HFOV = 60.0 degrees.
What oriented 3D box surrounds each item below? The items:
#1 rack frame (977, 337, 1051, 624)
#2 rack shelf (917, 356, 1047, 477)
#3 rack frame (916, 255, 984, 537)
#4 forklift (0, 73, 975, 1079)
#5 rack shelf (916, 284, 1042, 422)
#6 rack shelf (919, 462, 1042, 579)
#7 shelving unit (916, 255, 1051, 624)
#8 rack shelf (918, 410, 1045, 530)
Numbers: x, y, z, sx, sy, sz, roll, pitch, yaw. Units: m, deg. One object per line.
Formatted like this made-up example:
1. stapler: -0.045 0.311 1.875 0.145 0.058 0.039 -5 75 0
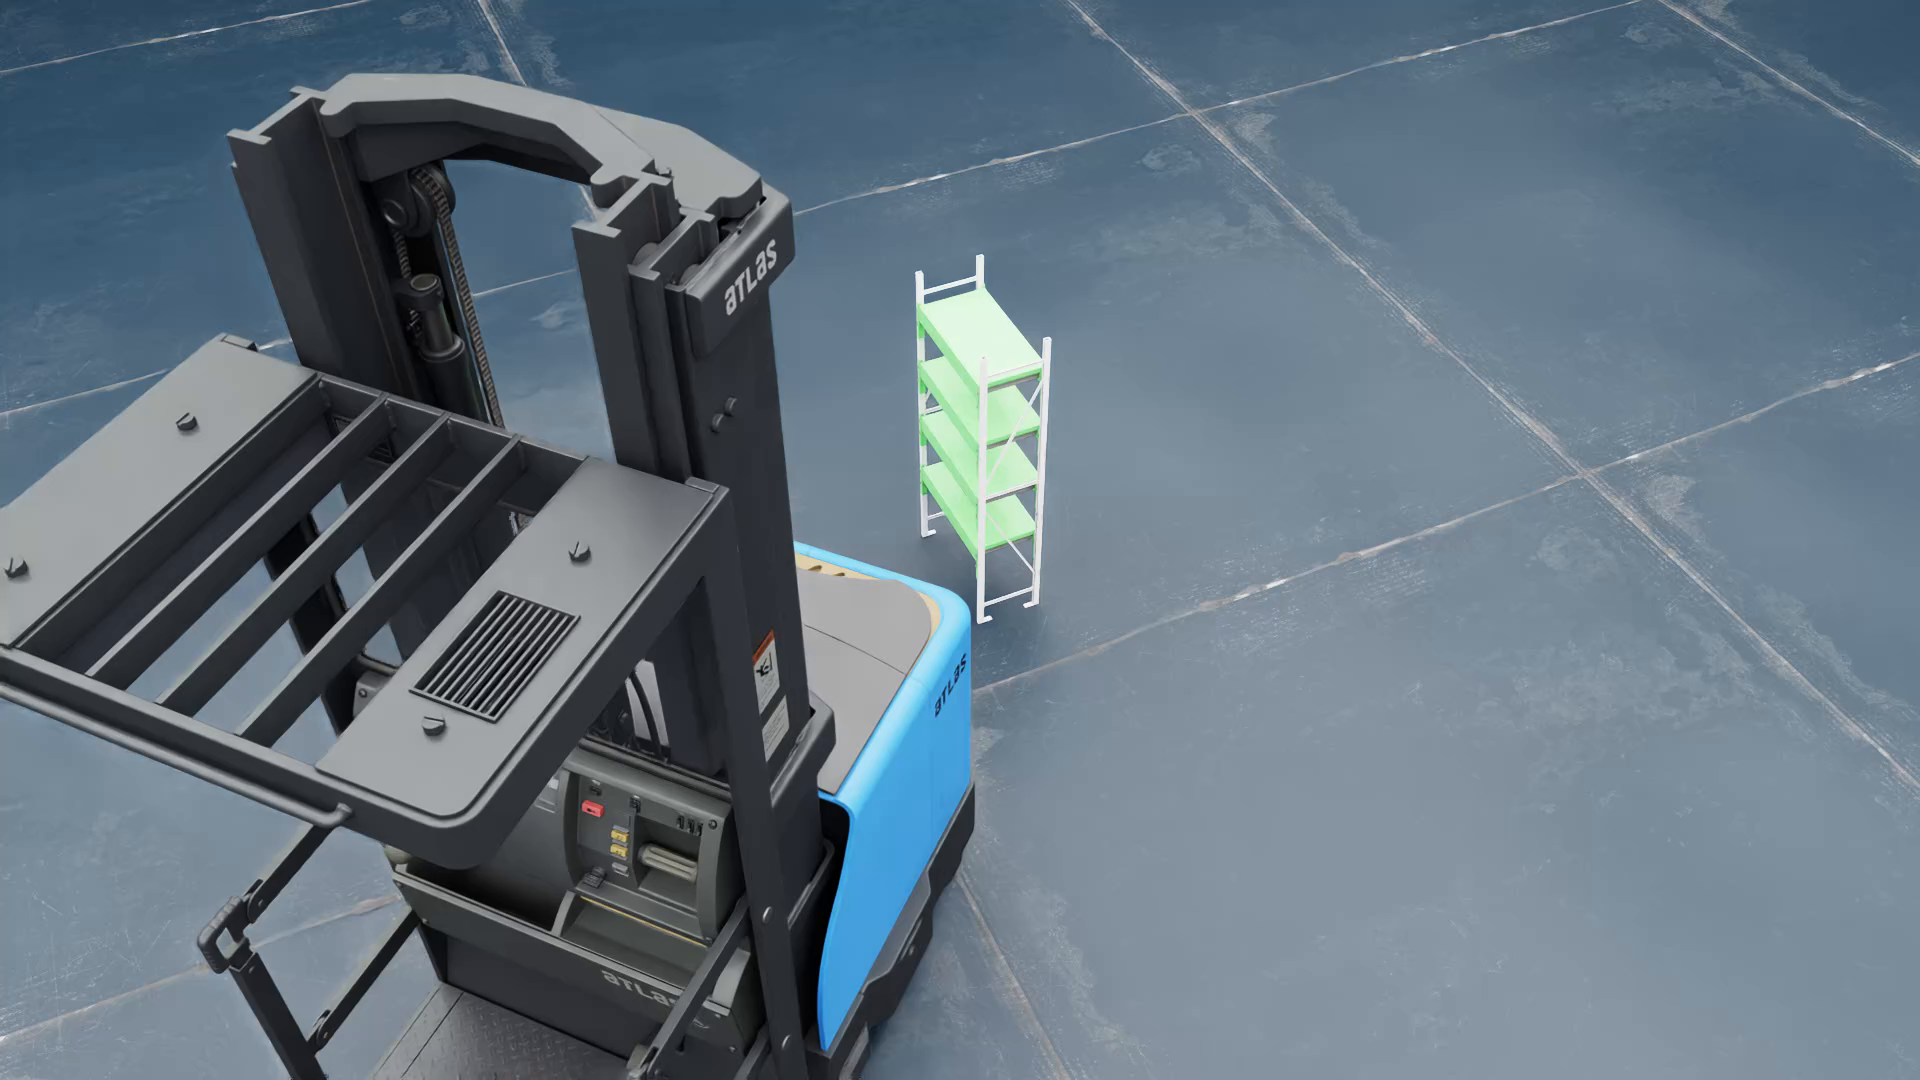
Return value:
1. rack frame: 0.172 -0.166 5.564 0.240 1.200 0.015 -18 47 -17
2. rack shelf: 0.070 -0.447 5.598 0.258 0.148 0.480 -18 47 -17
3. rack frame: -0.033 -0.477 5.879 0.240 1.200 0.015 -18 47 -17
4. forklift: -1.005 0.690 3.464 1.130 2.935 3.031 17 47 16
5. rack shelf: 0.070 -0.618 5.429 0.258 0.148 0.480 -18 47 -17
6. rack shelf: 0.070 -0.105 5.935 0.258 0.148 0.480 -18 47 -17
7. shelving unit: 0.070 -0.322 5.722 0.258 1.200 0.503 -18 47 -17
8. rack shelf: 0.070 -0.276 5.767 0.258 0.148 0.480 -18 47 -17
